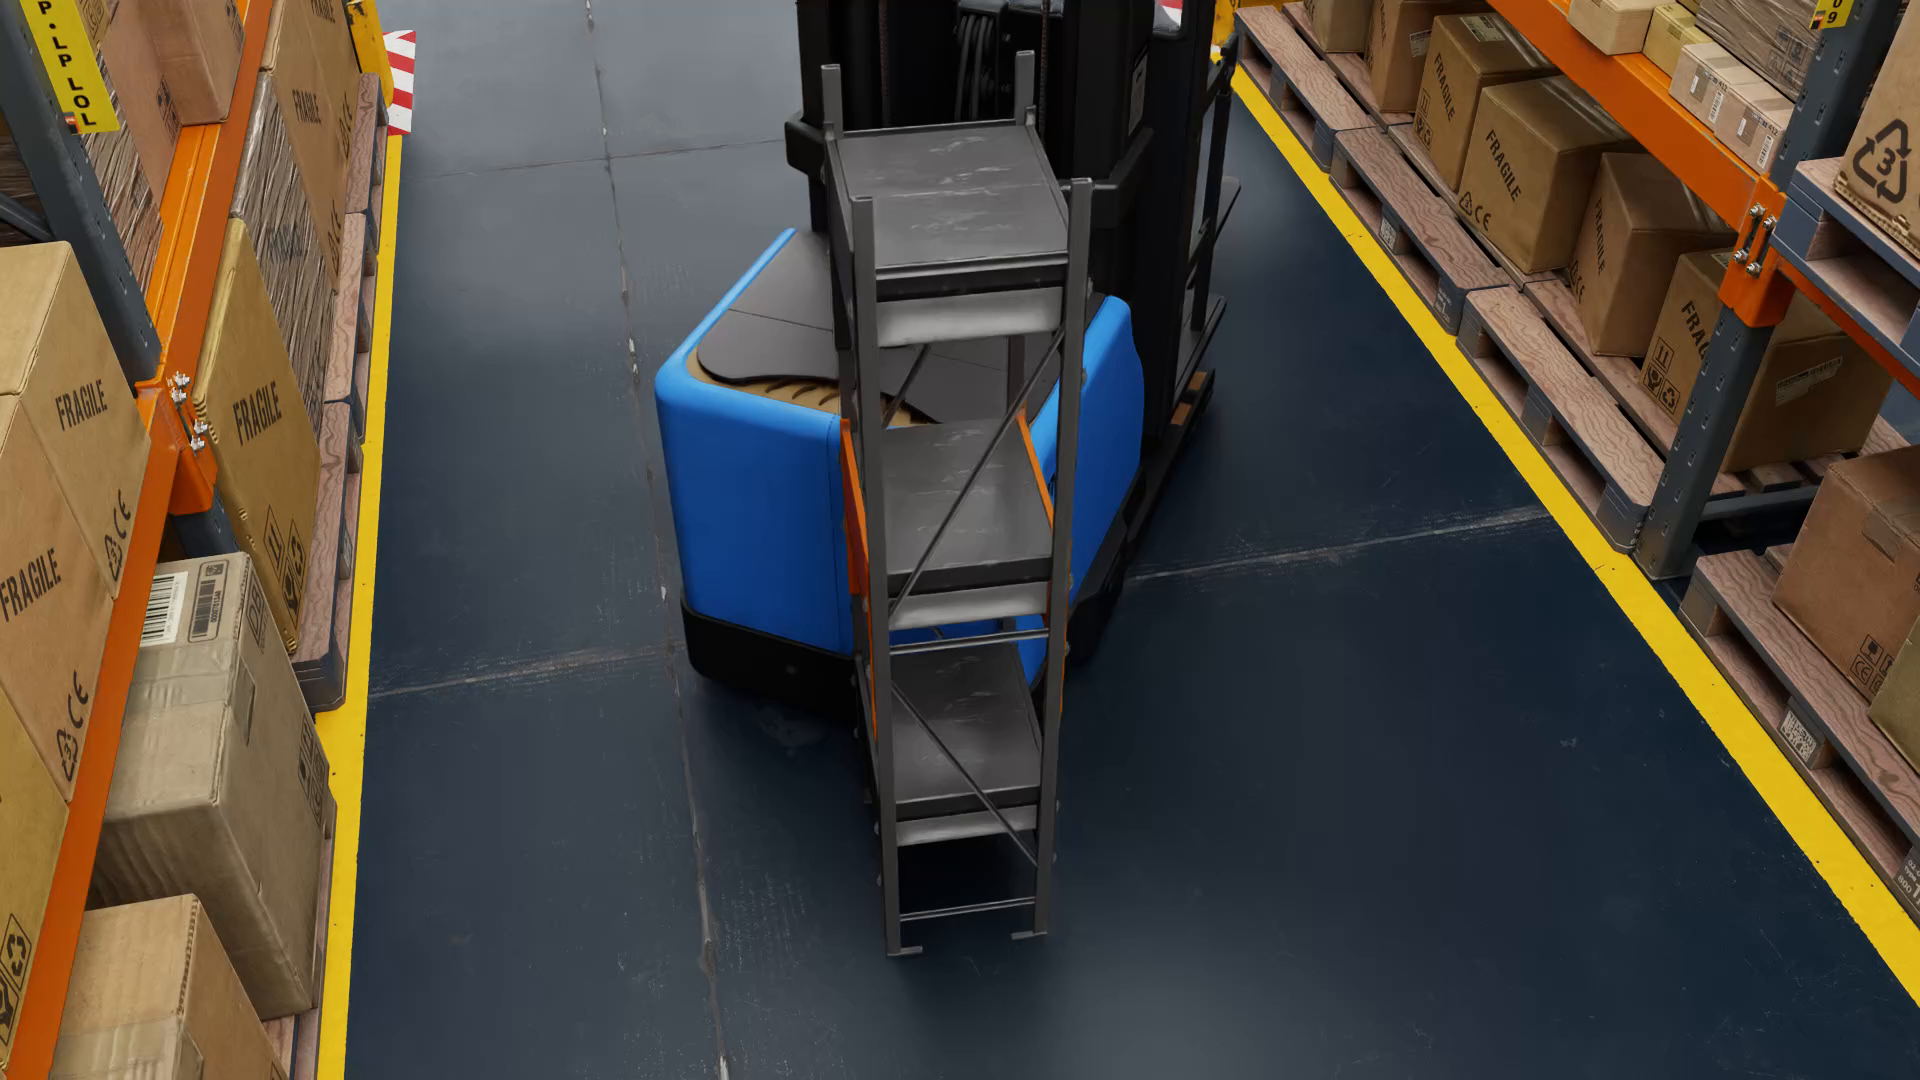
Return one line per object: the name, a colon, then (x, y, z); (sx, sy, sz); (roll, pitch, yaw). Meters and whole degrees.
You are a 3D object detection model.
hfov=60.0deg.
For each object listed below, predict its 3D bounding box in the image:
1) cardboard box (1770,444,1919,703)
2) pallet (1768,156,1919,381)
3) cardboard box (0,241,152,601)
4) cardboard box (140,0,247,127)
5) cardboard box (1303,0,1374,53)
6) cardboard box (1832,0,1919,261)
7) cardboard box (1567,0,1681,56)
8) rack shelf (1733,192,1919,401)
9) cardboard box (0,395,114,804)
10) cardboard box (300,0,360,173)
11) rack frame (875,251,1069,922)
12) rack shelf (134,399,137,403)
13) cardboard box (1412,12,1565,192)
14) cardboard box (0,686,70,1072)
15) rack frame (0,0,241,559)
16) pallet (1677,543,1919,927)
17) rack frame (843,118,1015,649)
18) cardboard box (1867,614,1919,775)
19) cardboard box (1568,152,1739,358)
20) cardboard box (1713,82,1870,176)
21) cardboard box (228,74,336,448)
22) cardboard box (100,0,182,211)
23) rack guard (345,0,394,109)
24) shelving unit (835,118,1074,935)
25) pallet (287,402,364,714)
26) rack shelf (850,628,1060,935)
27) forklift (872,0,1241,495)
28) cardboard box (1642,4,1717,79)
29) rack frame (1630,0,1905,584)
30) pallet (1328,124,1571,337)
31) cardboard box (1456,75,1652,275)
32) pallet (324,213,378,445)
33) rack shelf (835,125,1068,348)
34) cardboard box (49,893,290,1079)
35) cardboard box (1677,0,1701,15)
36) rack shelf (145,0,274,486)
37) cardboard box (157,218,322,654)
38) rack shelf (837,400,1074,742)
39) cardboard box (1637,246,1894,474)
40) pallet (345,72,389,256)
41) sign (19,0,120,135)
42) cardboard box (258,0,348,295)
cardboard box: (2.706, 0.071, 4.462); (0.700, 0.500, 0.500); (-11, 43, -13)
pallet: (2.617, -0.513, 3.713); (1.003, 0.211, 1.213); (-8, 42, -9)
cardboard box: (-1.897, -0.193, 3.133); (0.500, 0.500, 0.500); (-9, 42, -10)
cardboard box: (-2.504, -1.469, 4.533); (0.875, 0.550, 0.550); (-8, 42, -9)
cardboard box: (1.849, -2.509, 7.383); (0.500, 0.500, 0.500); (-1, 42, -1)
cardboard box: (2.629, -0.947, 3.289); (1.000, 1.000, 1.000); (-8, 42, -9)
cardboard box: (2.058, -1.584, 4.964); (0.380, 0.149, 0.250); (-8, 42, -9)
rack shelf: (3.026, 0.465, 3.009); (1.077, 0.370, 4.000); (-8, 42, -9)
cardboard box: (-1.788, 0.134, 2.764); (0.500, 0.500, 0.500); (-9, 42, -10)
cardboard box: (-2.923, -1.981, 6.506); (0.875, 0.875, 0.875); (-8, 42, -9)
rack frame: (0.018, 0.213, 3.424); (0.380, 1.831, 0.006); (-6, 42, -7)
rack shelf: (-1.839, 1.037, 2.217); (0.919, 0.124, 3.809); (-8, 42, -9)
cardboard box: (2.128, -1.718, 6.492); (0.500, 0.500, 0.500); (-5, 42, -5)
cardboard box: (-1.679, 0.462, 2.395); (0.500, 0.500, 0.500); (-8, 42, -9)
rack frame: (-2.271, -0.456, 3.504); (1.000, 3.000, 0.127); (-8, 42, -9)
pallet: (2.764, 0.447, 4.588); (1.003, 0.211, 1.213); (-8, 42, -9)
rack frame: (-0.061, -0.105, 3.786); (0.380, 1.831, 0.006); (-6, 42, -7)
cardboard box: (2.790, 0.382, 4.111); (0.700, 0.500, 0.500); (-9, 42, -10)
cardboard box: (2.224, -2.451, 6.008); (1.144, 2.239, 2.984); (4, 42, 4)
cardboard box: (2.261, -1.104, 4.424); (0.380, 0.149, 0.250); (-8, 42, -9)
cardboard box: (-2.536, -0.820, 5.198); (0.875, 0.875, 0.875); (-8, 42, -9)
cardboard box: (-2.503, -1.102, 4.119); (0.875, 0.550, 0.550); (-8, 42, -9)
rack guard: (-3.139, -2.129, 7.272); (1.175, 0.500, 0.348); (-8, 42, -9)
shelving unit: (-5.630, -0.517, 1.880); (11.805, 5.066, 0.494); (-6, 42, -7)
pallet: (-2.358, 0.083, 4.997); (1.003, 0.211, 1.213); (-8, 42, -9)
rack shelf: (-0.021, 0.590, 4.076); (0.431, 0.518, 0.480); (-6, 42, -7)
forklift: (0.234, -1.487, 4.717); (1.121, 2.935, 3.031); (15, 44, 16)
cardboard box: (2.221, -1.438, 4.800); (0.380, 0.149, 0.250); (-8, 42, -9)
rack frame: (2.594, -1.101, 4.231); (1.000, 3.000, 0.127); (-8, 42, -9)
pallet: (2.148, -1.281, 6.534); (1.003, 0.211, 1.213); (-8, 42, -9)
cardboard box: (2.205, -1.349, 6.077); (0.500, 0.500, 0.500); (-12, 43, -13)
pallet: (-2.625, -0.709, 5.890); (1.003, 0.211, 1.213); (-8, 42, -9)
rack shelf: (-0.019, -0.565, 3.062); (0.368, 0.174, 0.457); (-6, 42, -7)
cardboard box: (-1.844, 1.244, 2.967); (1.050, 0.750, 0.750); (-8, 42, -9)
cardboard box: (2.484, -1.879, 4.808); (0.875, 0.500, 0.500); (-8, 42, -9)
rack shelf: (-2.702, -1.483, 5.203); (1.077, 0.370, 4.000); (-8, 42, -9)
cardboard box: (-2.338, -0.236, 4.540); (0.875, 0.875, 0.875); (-8, 42, -9)
rack shelf: (-0.020, 0.064, 3.614); (0.431, 0.518, 0.480); (-6, 42, -7)
cardboard box: (2.547, -0.588, 5.220); (0.500, 0.500, 0.500); (-10, 42, -11)
pallet: (-2.885, -1.498, 6.779); (1.003, 0.211, 1.213); (-8, 42, -9)
sign: (-1.743, -0.943, 3.240); (0.100, 0.325, 0.005); (-8, 42, -9)
cardboard box: (-2.731, -1.411, 5.864); (0.875, 0.875, 0.875); (-9, 42, -10)
